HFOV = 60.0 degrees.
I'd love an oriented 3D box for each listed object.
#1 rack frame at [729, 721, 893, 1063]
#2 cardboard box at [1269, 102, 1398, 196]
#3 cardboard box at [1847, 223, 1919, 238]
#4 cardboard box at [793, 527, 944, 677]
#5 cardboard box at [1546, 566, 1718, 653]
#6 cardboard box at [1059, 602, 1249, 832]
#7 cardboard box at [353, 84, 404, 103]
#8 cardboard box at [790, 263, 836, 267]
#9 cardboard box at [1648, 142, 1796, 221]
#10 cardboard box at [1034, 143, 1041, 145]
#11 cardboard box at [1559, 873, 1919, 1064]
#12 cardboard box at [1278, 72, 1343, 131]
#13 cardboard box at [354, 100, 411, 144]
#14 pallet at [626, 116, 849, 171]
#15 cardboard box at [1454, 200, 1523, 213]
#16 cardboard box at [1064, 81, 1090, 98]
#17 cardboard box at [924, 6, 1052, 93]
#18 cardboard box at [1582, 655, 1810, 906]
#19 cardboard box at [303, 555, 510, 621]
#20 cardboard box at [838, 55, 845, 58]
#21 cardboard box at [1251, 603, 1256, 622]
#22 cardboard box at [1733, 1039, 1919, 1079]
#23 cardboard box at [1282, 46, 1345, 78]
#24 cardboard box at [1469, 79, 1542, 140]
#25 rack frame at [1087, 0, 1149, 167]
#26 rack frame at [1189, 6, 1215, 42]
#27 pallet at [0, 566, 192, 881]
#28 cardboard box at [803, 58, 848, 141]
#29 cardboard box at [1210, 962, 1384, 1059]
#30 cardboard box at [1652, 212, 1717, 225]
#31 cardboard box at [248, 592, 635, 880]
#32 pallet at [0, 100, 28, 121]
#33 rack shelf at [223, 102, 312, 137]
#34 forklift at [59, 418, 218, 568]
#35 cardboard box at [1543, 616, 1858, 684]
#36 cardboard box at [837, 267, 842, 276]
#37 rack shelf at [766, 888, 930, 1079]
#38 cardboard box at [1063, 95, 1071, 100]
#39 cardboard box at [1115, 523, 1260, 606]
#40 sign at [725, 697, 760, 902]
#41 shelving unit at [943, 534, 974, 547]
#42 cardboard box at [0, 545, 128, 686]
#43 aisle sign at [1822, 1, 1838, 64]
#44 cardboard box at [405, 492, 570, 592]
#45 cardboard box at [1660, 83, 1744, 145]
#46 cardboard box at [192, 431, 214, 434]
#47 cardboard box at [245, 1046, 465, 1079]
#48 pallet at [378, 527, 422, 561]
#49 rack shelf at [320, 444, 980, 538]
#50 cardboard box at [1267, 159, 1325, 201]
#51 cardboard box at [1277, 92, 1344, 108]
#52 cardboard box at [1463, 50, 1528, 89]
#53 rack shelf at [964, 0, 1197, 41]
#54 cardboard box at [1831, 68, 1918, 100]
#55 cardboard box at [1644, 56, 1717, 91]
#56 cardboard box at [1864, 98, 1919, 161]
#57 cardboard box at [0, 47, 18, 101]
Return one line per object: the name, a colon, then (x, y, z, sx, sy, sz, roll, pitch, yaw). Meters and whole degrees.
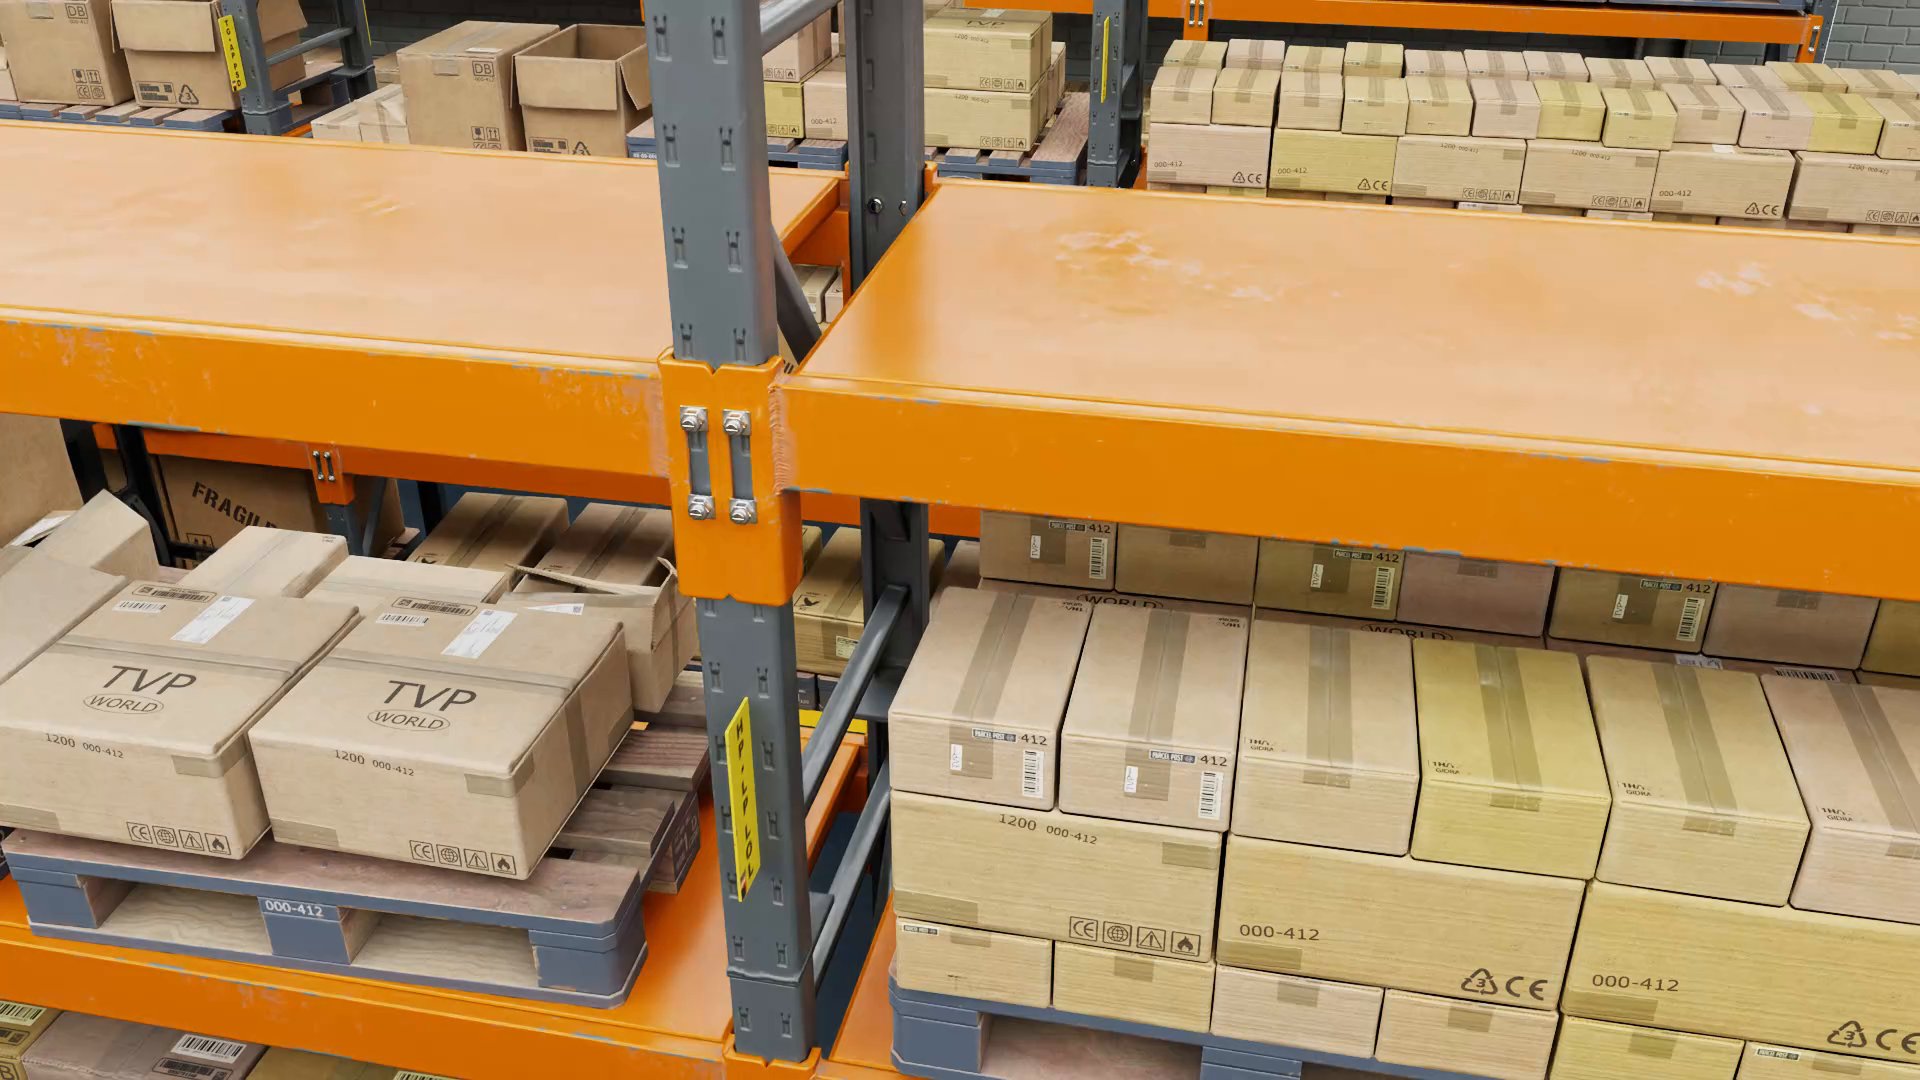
rack frame: (-0.229, 1.827, 3.952, 0.127, 3.000, 1.000, 6, 29, 11)
cardboard box: (1.585, -1.669, 7.059, 0.500, 0.250, 0.500, 6, 29, 10)
cardboard box: (3.707, -1.269, 6.745, 0.250, 0.149, 0.380, 7, 29, 12)
cardboard box: (-0.511, 0.338, 8.970, 0.625, 0.372, 0.950, 8, 30, 14)
cardboard box: (1.186, 0.031, 2.997, 0.250, 0.149, 0.380, 6, 29, 11)
cardboard box: (0.306, 0.264, 2.572, 0.250, 0.149, 0.380, 6, 29, 10)
cardboard box: (-2.854, -2.182, 8.412, 0.250, 0.149, 0.380, 6, 29, 11)
cardboard box: (-0.764, -1.425, 8.365, 0.250, 0.149, 0.380, 7, 30, 13)
cardboard box: (3.061, -1.513, 6.775, 0.500, 0.250, 0.500, 7, 29, 12)
cardboard box: (0.701, -2.971, 12.350, 0.500, 0.250, 0.500, 5, 29, 9)
cardboard box: (1.178, 0.499, 2.559, 0.500, 0.250, 0.500, 6, 29, 10)
cardboard box: (1.463, -1.836, 6.949, 0.250, 0.149, 0.380, 5, 29, 9)
cardboard box: (-2.684, -2.029, 8.011, 0.258, 0.266, 0.396, 6, 29, 11)
pallet: (-0.891, -1.956, 7.933, 1.003, 0.211, 1.213, 6, 29, 11)
cardboard box: (2.202, -1.397, 6.978, 0.250, 0.149, 0.380, 5, 29, 10)
cardboard box: (0.944, -3.381, 12.685, 0.250, 0.149, 0.380, 6, 29, 10)
cardboard box: (0.112, -2.160, 7.308, 0.500, 0.250, 0.500, 7, 29, 12)
cardboard box: (1.054, 0.341, 2.432, 0.250, 0.149, 0.380, 6, 29, 11)
cardboard box: (-1.191, 0.172, 3.570, 0.380, 0.149, 0.250, 6, 29, 11)
cardboard box: (-0.278, -2.240, 7.975, 0.500, 0.250, 0.500, 5, 29, 10)
cardboard box: (1.227, 0.371, 8.256, 0.500, 0.500, 0.500, 7, 30, 13)
cardboard box: (1.302, 0.716, 2.577, 0.250, 0.149, 0.380, 6, 29, 11)
cardboard box: (1.568, -2.076, 7.388, 0.250, 0.149, 0.380, 7, 29, 12)
cardboard box: (2.231, -1.774, 6.836, 0.250, 0.149, 0.380, 5, 29, 10)
rack frame: (0.706, -3.140, 6.776, 0.127, 3.000, 1.000, 6, 29, 11)
rack frame: (1.739, -2.840, 12.475, 0.127, 3.000, 1.000, 6, 29, 11)
pallet: (-2.406, 0.343, 3.735, 1.213, 0.211, 1.003, 7, 30, 13)
cardboard box: (-0.389, -1.986, 7.511, 0.500, 0.250, 0.500, 6, 29, 11)
cardboard box: (0.553, 0.640, 2.716, 0.250, 0.149, 0.380, 6, 29, 10)
cardboard box: (2.964, -1.359, 6.908, 0.250, 0.149, 0.380, 5, 29, 9)
cardboard box: (-0.953, 0.353, 3.135, 0.500, 0.250, 0.500, 6, 29, 11)
pallet: (-4.941, -2.293, 8.549, 1.213, 0.211, 1.003, 7, 30, 13)
rack shelf: (-5.162, -2.110, 8.768, 4.000, 0.370, 1.077, 6, 29, 11)
forklift: (-3.596, 0.148, 7.090, 3.031, 2.935, 1.130, 8, 30, 14)
cardboard box: (1.289, 0.249, 3.015, 0.500, 0.250, 0.500, 6, 29, 10)
cardboard box: (-0.663, -1.154, 8.546, 0.500, 0.500, 0.500, 6, 29, 10)
rack shelf: (1.727, 1.027, 3.038, 4.000, 0.370, 1.077, 6, 29, 11)
cardboard box: (0.874, -3.165, 12.289, 0.250, 0.149, 0.380, 6, 29, 11)
cardboard box: (0.443, -0.044, 3.136, 0.250, 0.149, 0.380, 6, 29, 10)
sign: (-0.333, 0.402, 2.565, 0.005, 0.325, 0.100, 6, 29, 11)
shelving unit: (0.014, -0.525, 10.121, 0.189, 1.200, 0.258, 6, 29, 11)
cardboard box: (-1.989, 0.249, 3.261, 0.500, 0.311, 0.500, 5, 29, 9)
aisle sign: (5.654, -3.434, 10.854, 0.004, 0.787, 0.394, 6, 29, 11)
cardboard box: (-2.655, 0.120, 9.368, 0.625, 0.372, 0.950, 4, 29, 7)
cardboard box: (3.002, -1.735, 6.764, 0.250, 0.149, 0.380, 5, 29, 9)
cardboard box: (-3.755, -0.772, 8.855, 0.500, 0.250, 0.500, 5, 29, 9)
cardboard box: (-1.219, 1.246, 3.866, 0.500, 0.500, 0.700, 5, 29, 10)
pallet: (-3.961, 0.199, 9.828, 1.213, 0.211, 1.003, 6, 29, 11)
rack shelf: (-1.250, -0.393, 8.756, 4.000, 0.370, 1.077, 6, 29, 11)
cardboard box: (1.469, -1.542, 7.243, 0.250, 0.149, 0.380, 6, 29, 11)
cardboard box: (1.688, -1.921, 7.519, 0.500, 0.250, 0.500, 5, 29, 10)
cardboard box: (2.344, -2.036, 7.315, 0.250, 0.149, 0.380, 6, 29, 11)
rack shelf: (-0.217, -4.040, 12.294, 4.000, 0.370, 1.077, 6, 29, 11)
cardboard box: (3.831, -1.866, 7.004, 0.250, 0.149, 0.380, 6, 29, 11)
cardboard box: (3.101, -1.970, 7.195, 0.250, 0.149, 0.380, 7, 29, 12)
cardboard box: (3.728, -1.619, 6.552, 0.250, 0.149, 0.380, 6, 29, 10)
cardboard box: (-4.626, -2.324, 8.113, 0.258, 0.266, 0.396, 5, 29, 9)
